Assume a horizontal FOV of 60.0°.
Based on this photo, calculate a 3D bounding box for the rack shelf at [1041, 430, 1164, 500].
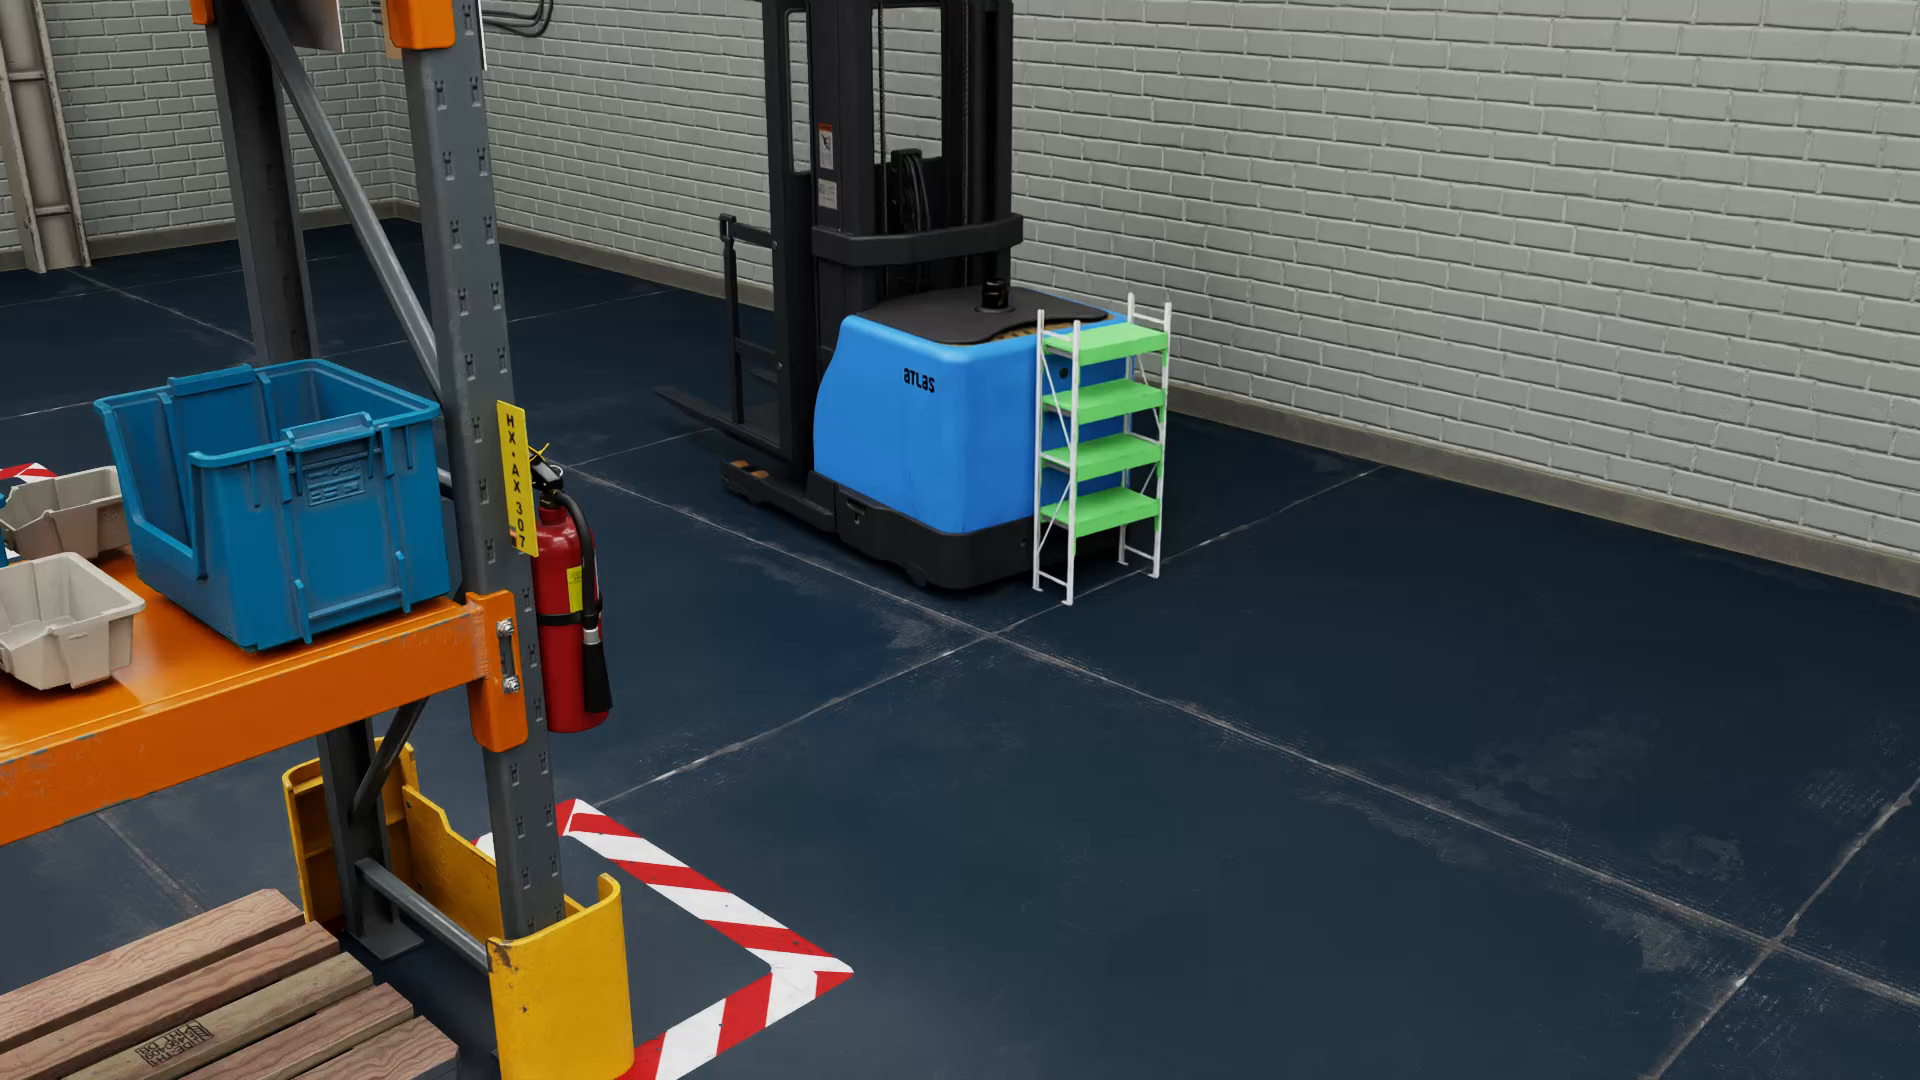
[{"bbox_3d":[0.582,-0.315,6.900,0.480,0.148,0.258,-15,26,-34],"label":"rack shelf"}]

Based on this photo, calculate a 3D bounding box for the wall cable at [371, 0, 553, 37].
[{"bbox_3d":[-4.232,-5.379,13.355,3.097,2.526,0.112,19,28,41],"label":"wall cable"}]

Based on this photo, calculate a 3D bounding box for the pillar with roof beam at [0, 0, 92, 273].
[{"bbox_3d":[-4.086,-5.297,8.814,9.100,9.000,0.400,19,28,41],"label":"pillar with roof beam"}]

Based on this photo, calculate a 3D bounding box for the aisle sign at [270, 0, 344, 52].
[{"bbox_3d":[-1.498,-1.491,3.649,0.394,0.787,0.004,19,28,41],"label":"aisle sign"}]

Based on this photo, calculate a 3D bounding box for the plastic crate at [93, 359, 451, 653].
[{"bbox_3d":[-1.435,-0.096,3.511,0.616,0.435,0.499,19,28,41],"label":"plastic crate"}]

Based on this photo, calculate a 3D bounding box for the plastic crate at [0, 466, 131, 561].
[{"bbox_3d":[-2.027,-0.047,3.799,0.250,0.136,0.298,19,28,41],"label":"plastic crate"}]

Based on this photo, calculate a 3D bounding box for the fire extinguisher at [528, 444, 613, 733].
[{"bbox_3d":[-0.905,0.101,3.759,0.296,0.674,0.183,19,28,41],"label":"fire extinguisher"}]

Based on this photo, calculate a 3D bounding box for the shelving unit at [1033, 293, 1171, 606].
[{"bbox_3d":[0.582,-0.375,6.877,0.503,1.200,0.258,-15,26,-34],"label":"shelving unit"}]

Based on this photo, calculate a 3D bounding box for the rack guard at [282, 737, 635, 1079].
[{"bbox_3d":[-1.328,0.973,4.347,1.175,0.500,0.348,19,28,41],"label":"rack guard"}]

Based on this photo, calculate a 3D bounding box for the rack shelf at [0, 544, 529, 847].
[{"bbox_3d":[-2.731,0.665,2.665,1.077,0.370,4.000,19,28,41],"label":"rack shelf"}]

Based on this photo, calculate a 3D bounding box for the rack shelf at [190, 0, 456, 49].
[{"bbox_3d":[-2.731,-0.735,2.127,1.077,0.370,4.000,19,28,41],"label":"rack shelf"}]

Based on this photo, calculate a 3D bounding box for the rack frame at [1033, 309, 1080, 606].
[{"bbox_3d":[0.387,-0.322,6.739,0.015,1.200,0.240,-15,26,-34],"label":"rack frame"}]

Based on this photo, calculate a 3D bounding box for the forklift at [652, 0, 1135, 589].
[{"bbox_3d":[-0.520,-1.631,7.732,1.130,2.935,3.031,-15,26,-34],"label":"forklift"}]

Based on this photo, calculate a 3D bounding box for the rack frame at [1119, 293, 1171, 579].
[{"bbox_3d":[0.776,-0.428,7.015,0.015,1.200,0.240,-15,26,-34],"label":"rack frame"}]

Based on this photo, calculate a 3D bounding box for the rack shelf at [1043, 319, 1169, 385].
[{"bbox_3d":[0.582,-0.763,6.728,0.480,0.148,0.258,-15,26,-34],"label":"rack shelf"}]

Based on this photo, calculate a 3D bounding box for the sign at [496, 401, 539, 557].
[{"bbox_3d":[-0.930,-0.127,3.497,0.100,0.325,0.005,19,28,41],"label":"sign"}]

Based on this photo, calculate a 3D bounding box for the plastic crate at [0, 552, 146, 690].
[{"bbox_3d":[-1.775,0.166,3.247,0.396,0.136,0.243,19,28,41],"label":"plastic crate"}]

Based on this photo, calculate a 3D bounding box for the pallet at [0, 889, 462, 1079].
[{"bbox_3d":[-1.939,1.319,3.848,1.003,0.211,1.213,19,28,41],"label":"pallet"}]

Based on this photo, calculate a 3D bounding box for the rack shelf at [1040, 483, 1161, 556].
[{"bbox_3d":[0.582,-0.091,6.986,0.480,0.148,0.258,-15,26,-34],"label":"rack shelf"}]

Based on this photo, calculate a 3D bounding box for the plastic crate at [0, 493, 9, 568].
[{"bbox_3d":[-2.203,0.016,3.502,0.416,0.233,0.300,19,28,41],"label":"plastic crate"}]

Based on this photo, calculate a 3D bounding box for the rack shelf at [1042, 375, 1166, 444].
[{"bbox_3d":[0.582,-0.539,6.814,0.480,0.148,0.258,-15,26,-34],"label":"rack shelf"}]

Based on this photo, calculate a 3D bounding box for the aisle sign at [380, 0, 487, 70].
[{"bbox_3d":[-1.075,-1.343,3.265,0.394,0.787,0.004,19,28,41],"label":"aisle sign"}]

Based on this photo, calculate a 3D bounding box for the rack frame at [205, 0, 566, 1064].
[{"bbox_3d":[-1.336,-0.184,3.874,1.000,3.000,0.127,19,28,41],"label":"rack frame"}]
